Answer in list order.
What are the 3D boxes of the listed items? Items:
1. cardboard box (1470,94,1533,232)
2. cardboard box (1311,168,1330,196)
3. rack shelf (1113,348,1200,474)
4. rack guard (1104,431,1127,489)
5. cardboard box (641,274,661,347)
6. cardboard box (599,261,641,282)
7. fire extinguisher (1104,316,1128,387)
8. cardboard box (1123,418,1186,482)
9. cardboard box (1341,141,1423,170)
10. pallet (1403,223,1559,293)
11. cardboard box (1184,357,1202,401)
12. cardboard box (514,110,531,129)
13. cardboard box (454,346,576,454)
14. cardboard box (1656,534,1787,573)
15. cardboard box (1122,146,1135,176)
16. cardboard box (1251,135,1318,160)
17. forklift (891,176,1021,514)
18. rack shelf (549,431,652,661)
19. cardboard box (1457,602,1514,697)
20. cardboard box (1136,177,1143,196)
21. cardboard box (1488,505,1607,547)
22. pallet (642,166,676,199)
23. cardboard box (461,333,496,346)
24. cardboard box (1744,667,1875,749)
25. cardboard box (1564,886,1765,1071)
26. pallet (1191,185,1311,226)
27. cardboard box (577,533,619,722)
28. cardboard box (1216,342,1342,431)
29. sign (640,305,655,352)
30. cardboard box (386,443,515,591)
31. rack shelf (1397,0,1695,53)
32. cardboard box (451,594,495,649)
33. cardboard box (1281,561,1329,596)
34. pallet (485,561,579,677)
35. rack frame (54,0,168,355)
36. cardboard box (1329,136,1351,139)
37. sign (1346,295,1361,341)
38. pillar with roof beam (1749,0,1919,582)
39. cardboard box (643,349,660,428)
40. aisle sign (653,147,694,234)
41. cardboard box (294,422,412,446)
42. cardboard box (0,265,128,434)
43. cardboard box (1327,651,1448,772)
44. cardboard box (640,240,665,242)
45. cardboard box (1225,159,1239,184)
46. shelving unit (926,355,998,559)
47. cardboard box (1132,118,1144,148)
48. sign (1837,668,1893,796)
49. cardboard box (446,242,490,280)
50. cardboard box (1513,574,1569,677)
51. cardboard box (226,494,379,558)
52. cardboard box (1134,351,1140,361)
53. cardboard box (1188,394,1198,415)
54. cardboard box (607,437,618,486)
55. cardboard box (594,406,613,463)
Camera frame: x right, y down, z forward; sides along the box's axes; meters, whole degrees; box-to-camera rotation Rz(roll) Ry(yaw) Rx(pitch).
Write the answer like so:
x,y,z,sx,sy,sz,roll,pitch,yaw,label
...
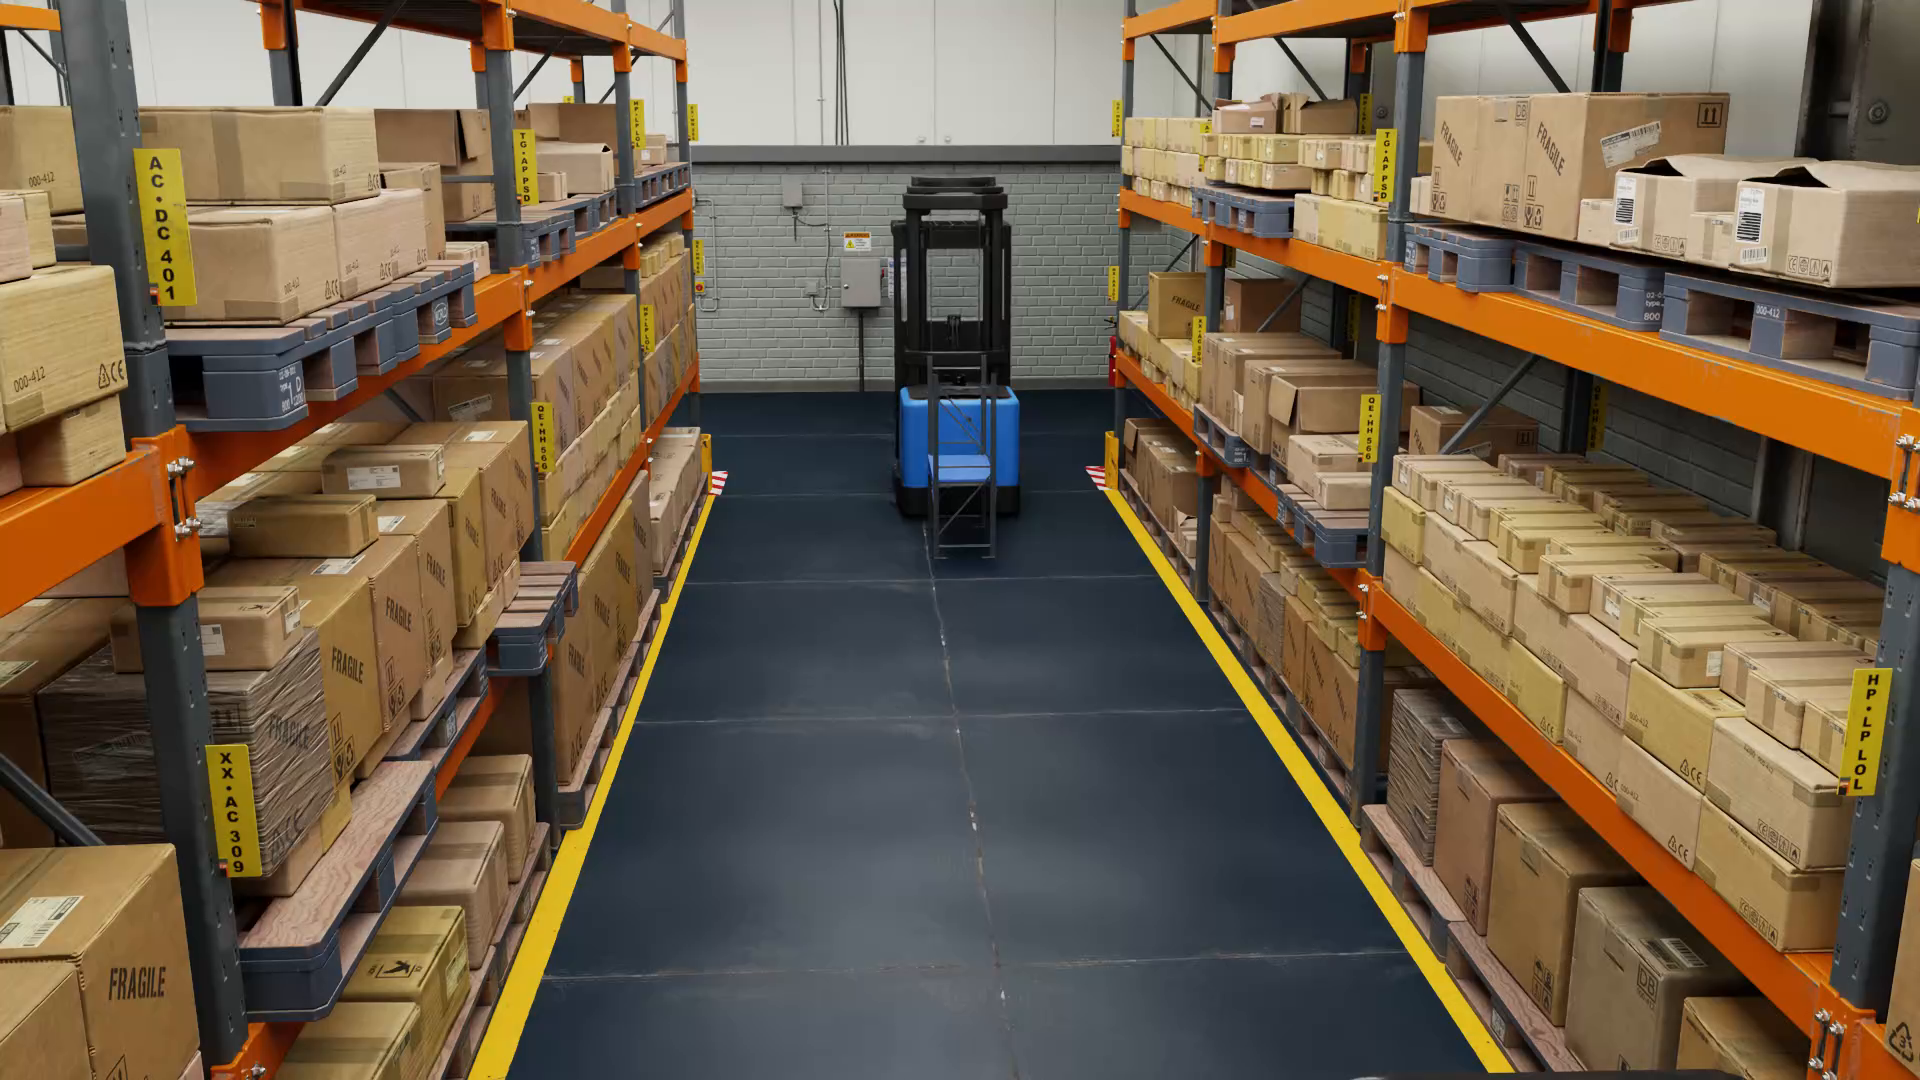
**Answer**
x,y,z,sx,sy,sz,roll,pitch,yaw,label
2.420,-1.461,6.423,0.700,0.500,0.500,-1,14,-5,cardboard box
2.171,-1.994,9.239,0.380,0.149,0.250,0,14,-2,cardboard box
2.116,-1.160,13.960,1.077,0.370,4.000,-1,14,-3,rack shelf
1.996,-0.777,16.041,1.175,0.500,0.348,-1,14,-3,rack guard
-2.527,-1.714,12.462,0.500,0.500,0.500,-1,14,-4,cardboard box
-2.507,-1.926,11.985,0.380,0.149,0.250,-1,14,-3,cardboard box
1.521,-1.817,15.974,0.296,0.674,0.183,-1,14,-3,fire extinguisher
1.935,-0.847,15.465,0.797,0.503,0.637,-1,15,-6,cardboard box
2.219,-2.011,8.706,0.380,0.149,0.250,-1,14,-4,cardboard box
2.619,-1.210,7.070,1.213,0.211,1.003,0,14,-1,pallet
1.964,-1.206,12.396,0.500,0.250,0.500,-1,14,-2,cardboard box
-2.949,-2.414,10.328,0.500,0.500,0.500,-1,14,-4,cardboard box
-2.294,-0.721,8.602,0.500,0.500,0.500,-1,14,-3,cardboard box
2.824,0.080,6.192,0.380,0.149,0.250,0,14,-2,cardboard box
1.746,-3.416,14.966,0.500,0.250,0.500,-1,14,-4,cardboard box
1.998,-2.402,10.185,0.380,0.149,0.250,-1,14,-3,cardboard box
-0.089,-1.958,15.755,1.130,2.935,3.031,-1,14,-4,forklift
-2.591,-0.088,9.792,1.077,0.370,4.000,-1,14,-3,rack shelf
2.336,0.423,6.662,0.500,0.250,0.500,-1,14,-5,cardboard box
1.733,-3.062,14.391,0.380,0.149,0.250,-1,14,-2,cardboard box
2.347,-0.038,6.654,0.380,0.149,0.250,-1,14,-3,cardboard box
-2.827,-2.850,13.241,1.003,0.211,1.213,-1,14,-3,pallet
-2.824,-0.847,9.092,0.500,0.500,0.500,-1,14,-3,cardboard box
2.458,0.470,4.676,0.380,0.149,0.250,-1,14,-4,cardboard box
2.651,1.602,5.702,0.875,0.625,0.625,-1,14,-4,cardboard box
2.210,-2.210,10.952,1.213,0.211,1.003,-1,14,-3,pallet
-2.478,0.492,9.516,0.875,0.875,0.875,-1,14,-3,cardboard box
2.078,-1.010,10.890,0.700,0.500,0.500,-1,14,-3,cardboard box
-2.174,-1.467,11.543,0.100,0.325,0.005,-1,14,-3,sign
-2.118,-0.098,6.745,0.500,0.500,0.500,-1,14,-4,cardboard box
2.611,-1.882,5.529,1.077,0.370,4.000,-1,14,-3,rack shelf
-2.024,0.316,6.441,0.380,0.149,0.250,-1,14,-2,cardboard box
2.150,0.227,9.994,0.380,0.149,0.250,-2,15,-6,cardboard box
-2.316,0.330,7.110,1.213,0.211,1.003,-1,14,-3,pallet
-2.219,-1.849,3.155,1.000,3.000,0.127,-1,14,-3,rack frame
2.403,-2.343,9.957,0.380,0.149,0.250,-1,14,-3,cardboard box
2.793,-1.581,11.829,0.100,0.325,0.005,-1,14,-3,sign
-0.829,-2.545,5.859,9.100,9.000,0.400,-1,14,-3,pillar with roof beam
-2.482,-1.103,12.092,0.500,0.500,0.500,0,14,-2,cardboard box
-2.657,-3.210,15.266,0.394,0.787,0.004,-1,14,-3,aisle sign
-2.670,-0.219,7.218,0.500,0.500,0.500,-1,14,-5,cardboard box
-1.923,-0.362,3.098,0.500,0.250,0.500,-1,14,-4,cardboard box
2.247,0.889,8.725,0.500,0.500,0.500,0,14,-2,cardboard box
-2.680,-2.434,13.958,0.380,0.149,0.250,-1,14,-4,cardboard box
1.886,-2.323,10.476,0.380,0.149,0.250,-1,14,-3,cardboard box
0.005,-0.705,13.757,0.538,1.500,1.048,-1,14,-3,shelving unit
1.781,-3.531,14.412,0.500,0.250,0.500,-1,14,-4,cardboard box
2.194,0.467,4.028,0.100,0.325,0.005,-1,14,-3,sign
-2.238,-1.195,7.135,0.380,0.149,0.250,-1,14,-3,cardboard box
2.372,0.310,6.100,0.500,0.250,0.500,-1,14,-3,cardboard box
-2.065,-0.045,5.240,0.380,0.149,0.250,0,14,0,cardboard box
1.800,-1.736,15.257,0.380,0.149,0.250,-1,14,-2,cardboard box
1.930,-1.029,12.512,0.380,0.149,0.250,0,14,-2,cardboard box
-2.392,-0.501,10.254,0.500,0.250,0.500,-1,14,-5,cardboard box
-2.319,-0.617,9.703,0.500,0.250,0.500,-1,14,-2,cardboard box
